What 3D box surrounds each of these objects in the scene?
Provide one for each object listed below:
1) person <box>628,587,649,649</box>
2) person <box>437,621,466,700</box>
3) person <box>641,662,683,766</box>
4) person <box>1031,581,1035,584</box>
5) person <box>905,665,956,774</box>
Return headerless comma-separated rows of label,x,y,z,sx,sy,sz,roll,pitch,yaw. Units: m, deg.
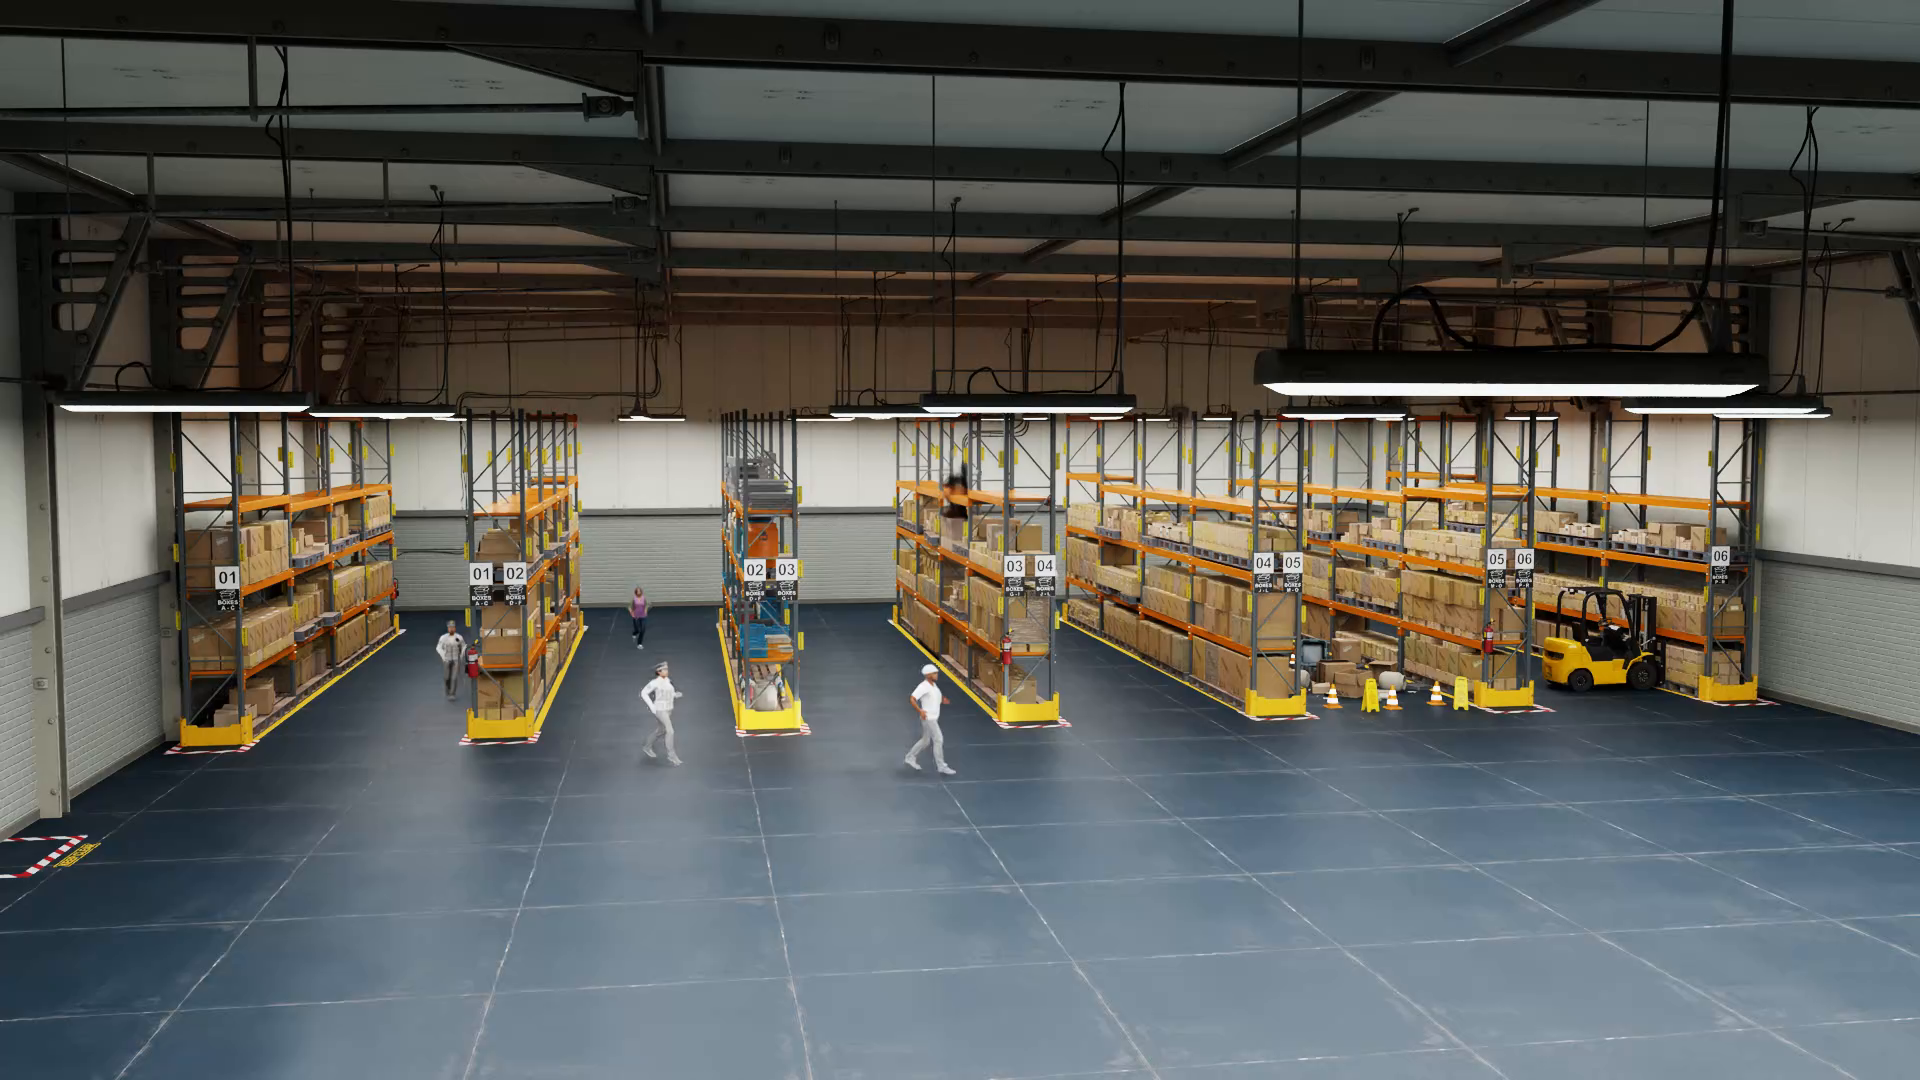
person,-8.220,1.989,42.545,0.537,1.557,0.590,-2,4,-24
person,-10.547,2.488,34.526,0.602,1.652,0.543,-1,4,-17
person,-5.021,2.913,28.050,0.850,1.716,0.596,1,4,20
person,1.994,1.627,47.337,0.654,1.599,0.623,-1,4,-7
person,-0.475,2.915,27.156,0.871,1.765,0.704,1,4,10
